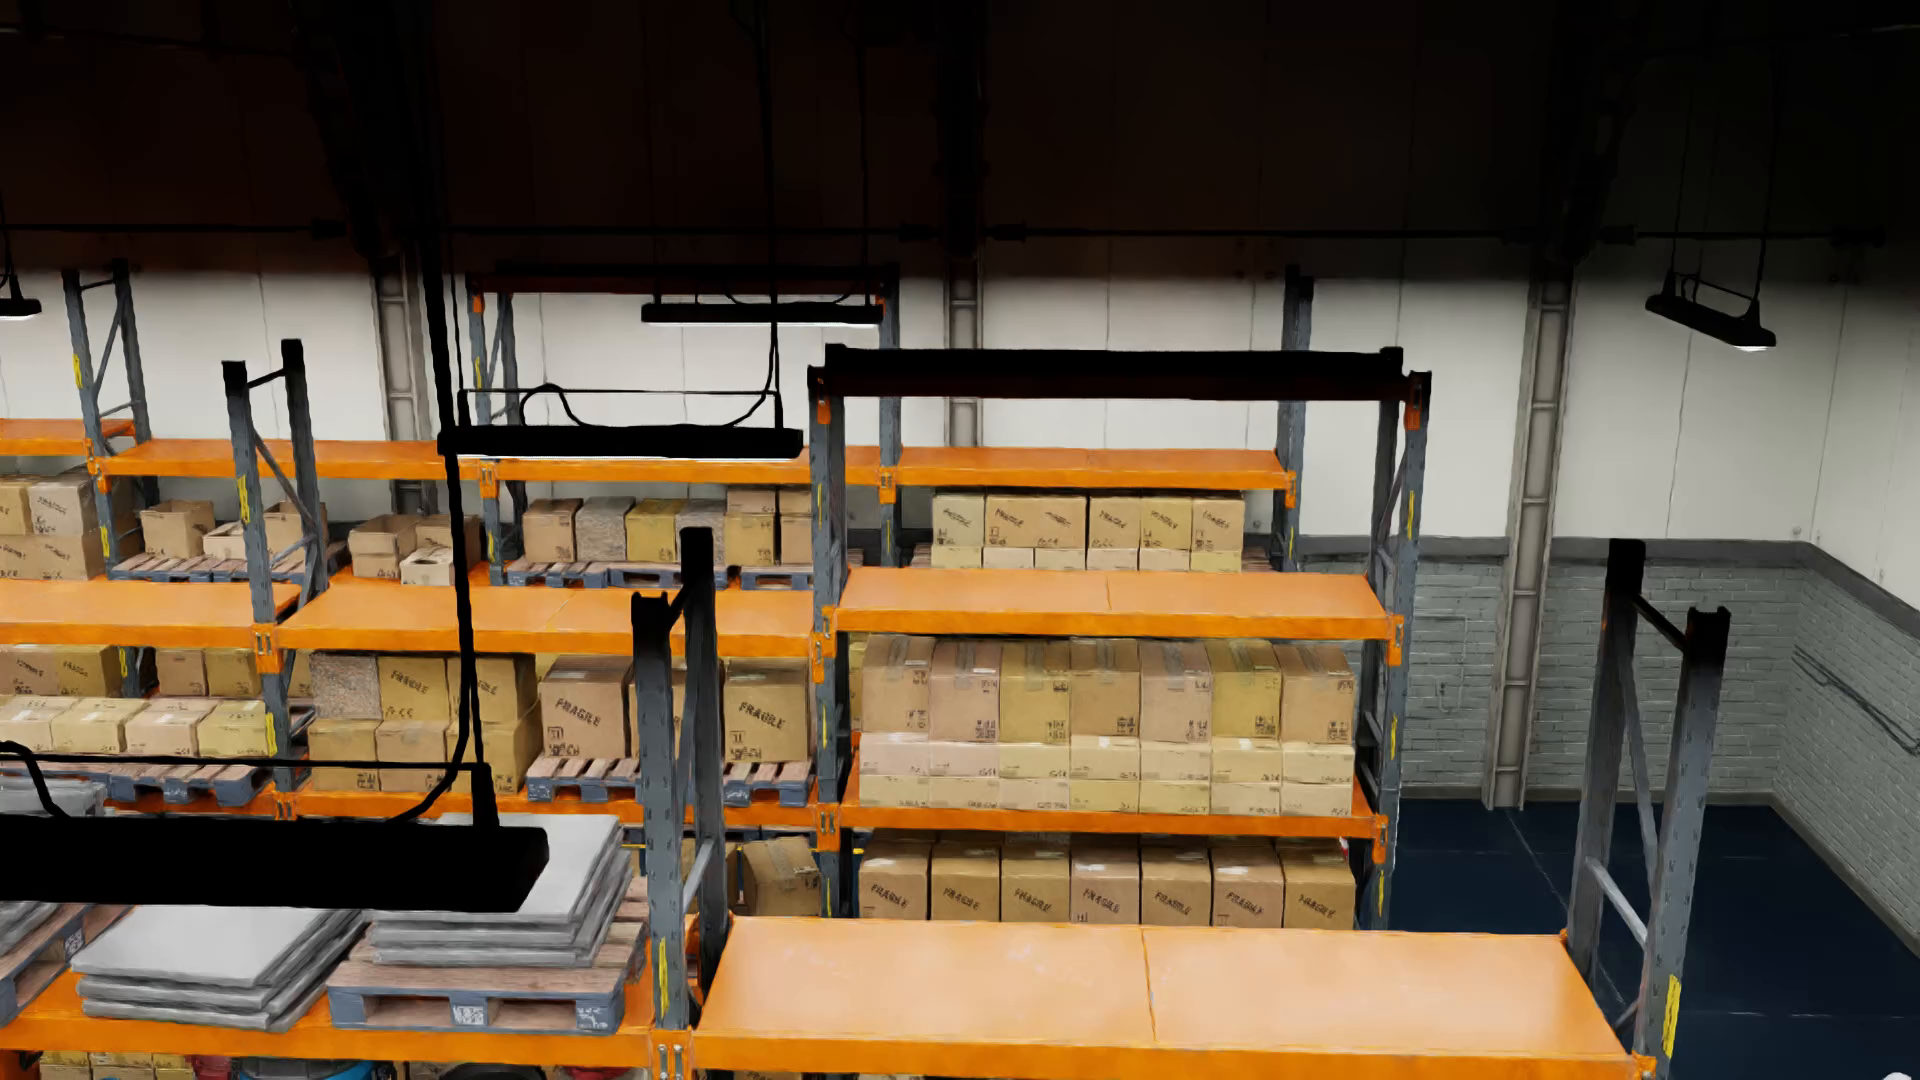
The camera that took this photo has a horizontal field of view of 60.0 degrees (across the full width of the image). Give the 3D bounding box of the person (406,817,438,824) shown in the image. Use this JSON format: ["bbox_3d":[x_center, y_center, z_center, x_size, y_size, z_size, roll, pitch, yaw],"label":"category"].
[{"bbox_3d":[-5.251,2.717,16.460,0.956,1.534,0.411,-2,16,-6],"label":"person"}]

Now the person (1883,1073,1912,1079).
[{"bbox_3d":[5.976,4.205,10.930,0.531,1.774,0.727,-12,20,-35],"label":"person"}]
